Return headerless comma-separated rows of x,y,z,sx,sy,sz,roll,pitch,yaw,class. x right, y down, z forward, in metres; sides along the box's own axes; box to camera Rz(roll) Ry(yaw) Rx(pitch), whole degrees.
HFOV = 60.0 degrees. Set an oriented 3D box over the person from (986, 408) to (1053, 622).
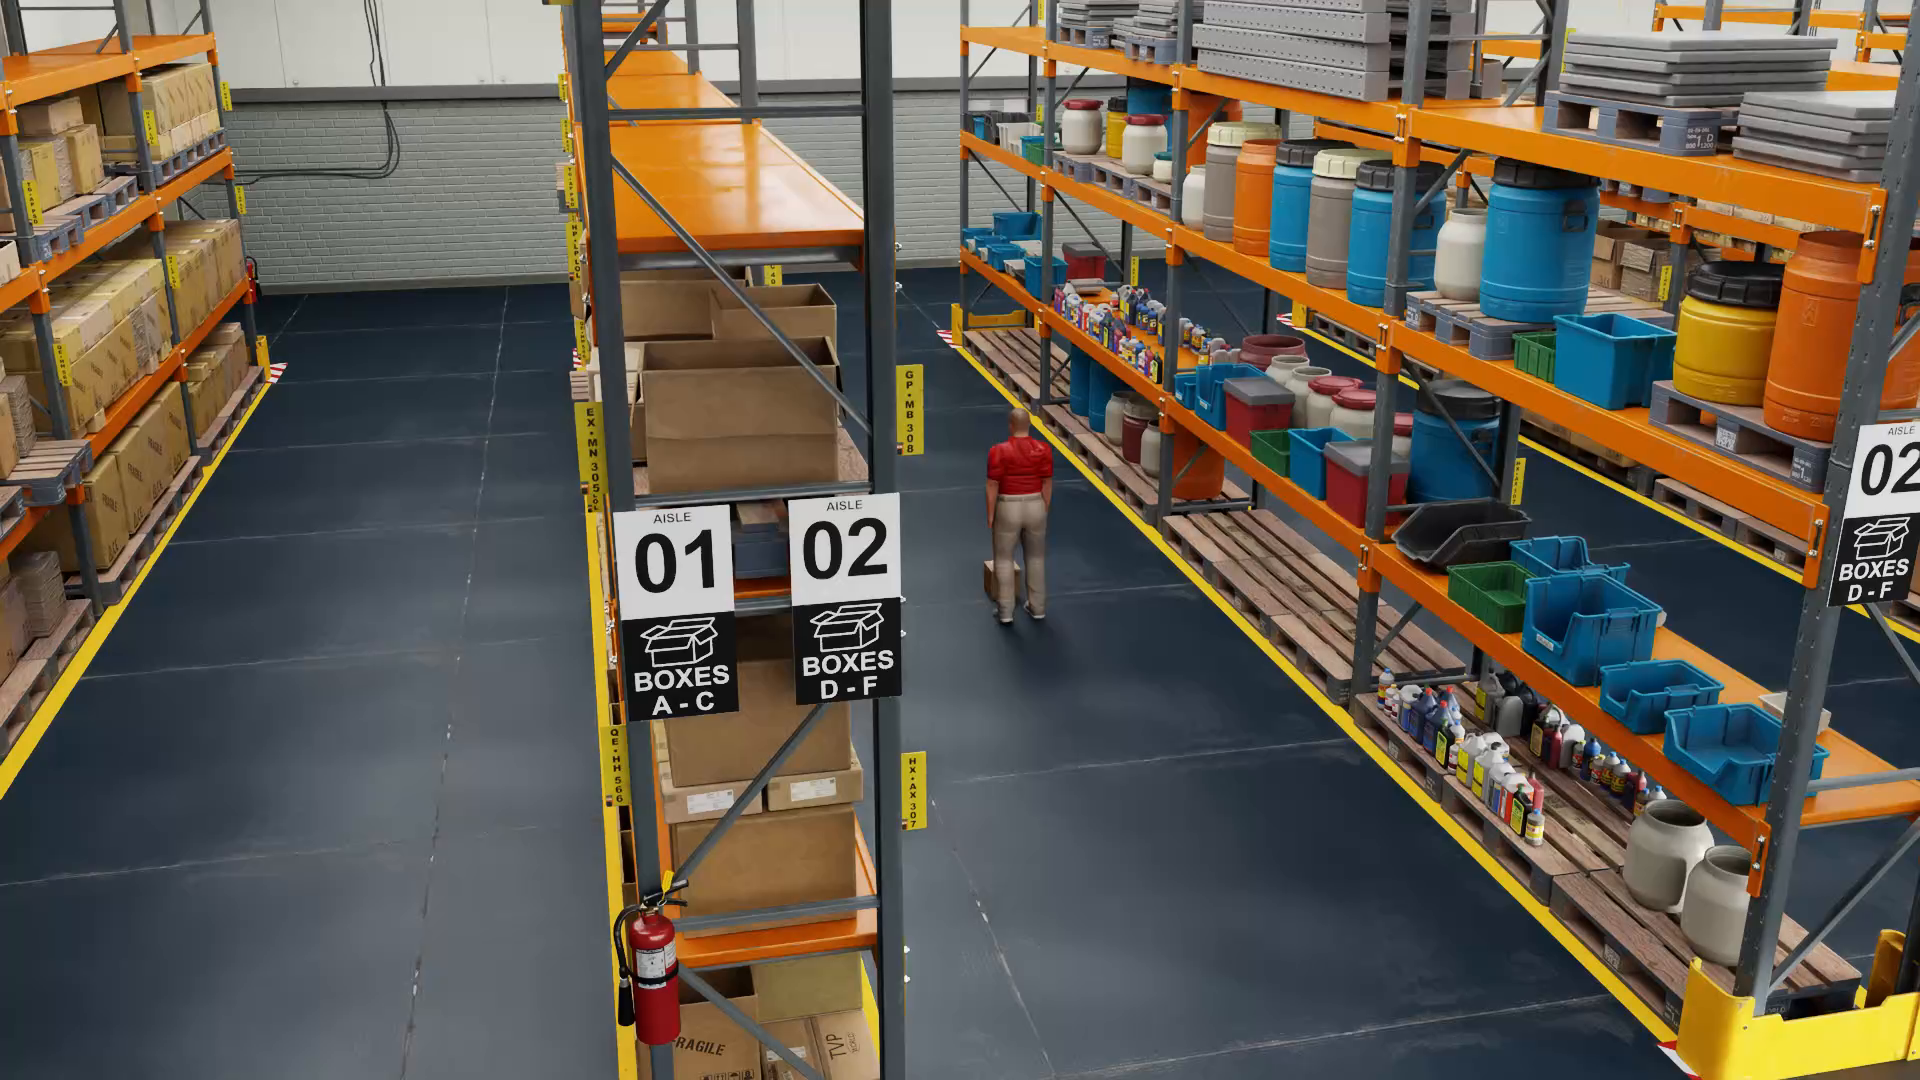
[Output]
0.449,-0.199,13.012,0.526,1.743,0.368,-4,20,-11,person
